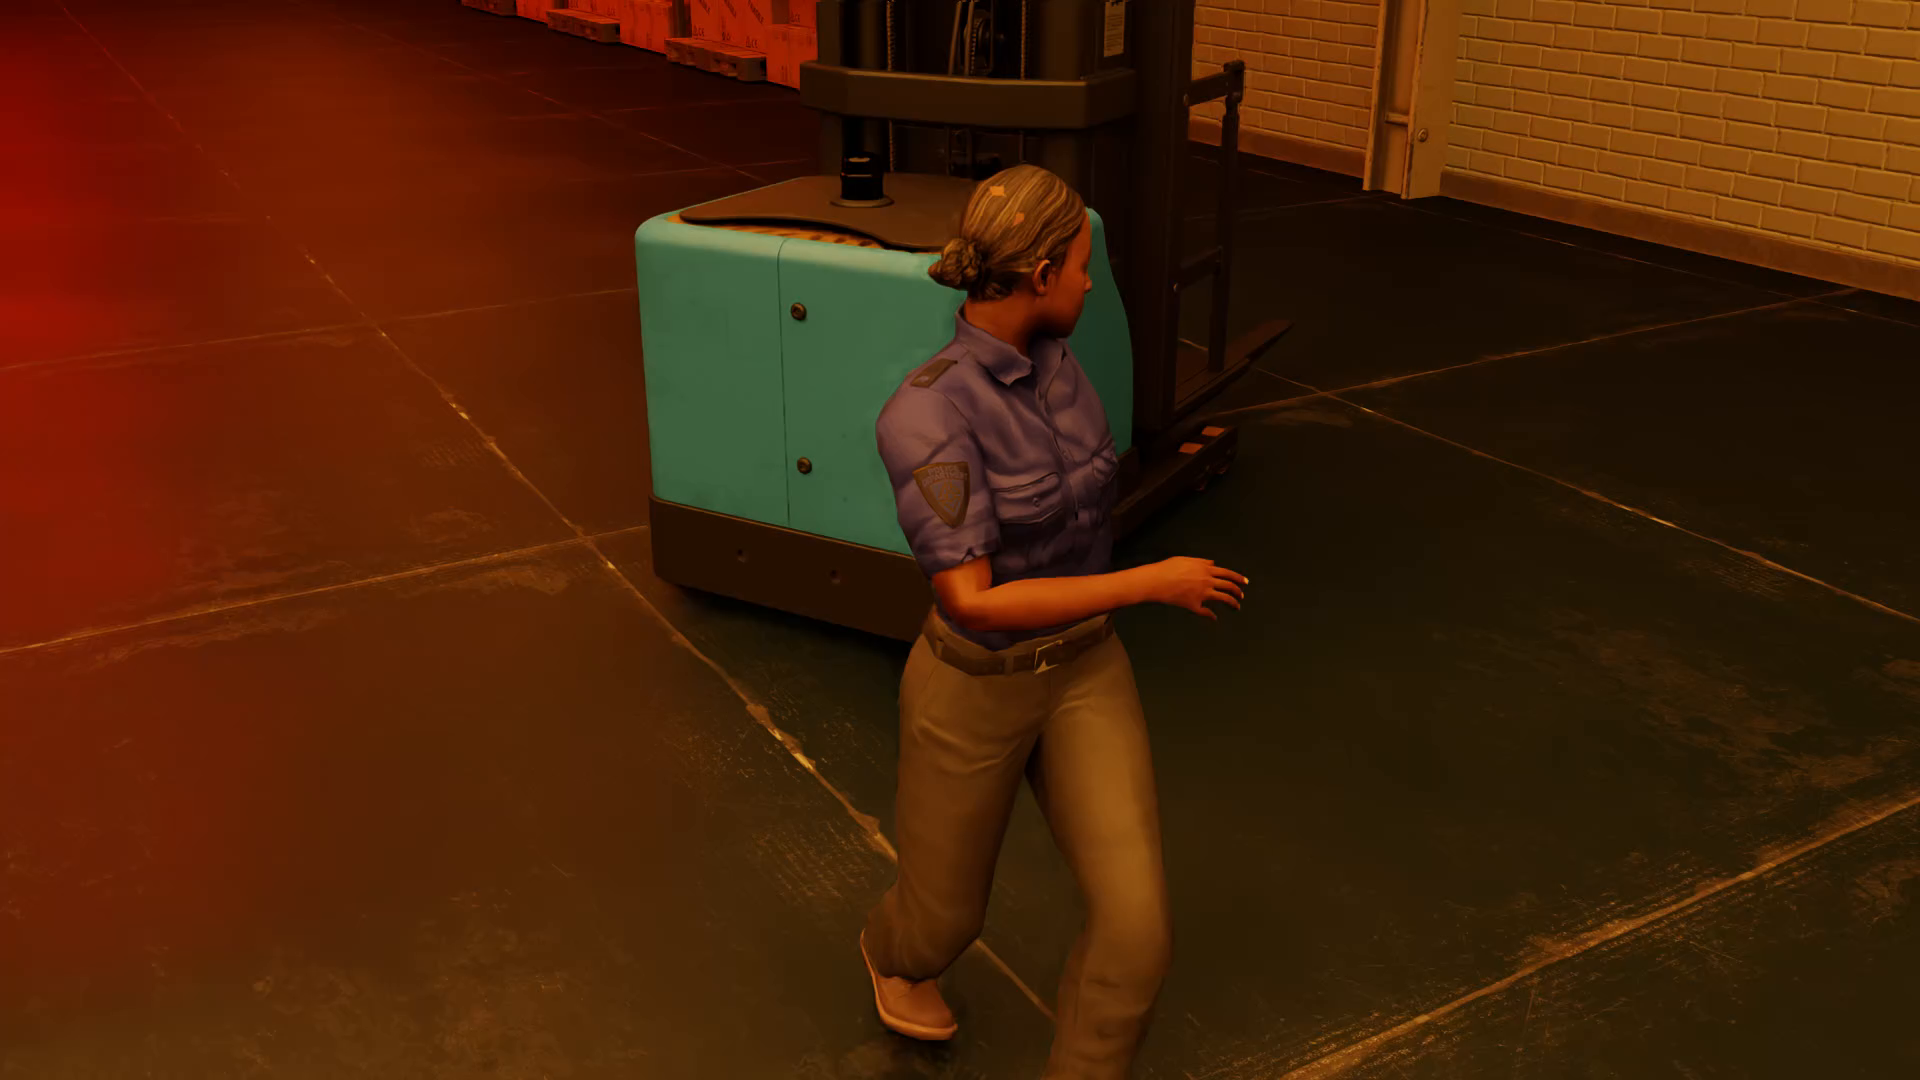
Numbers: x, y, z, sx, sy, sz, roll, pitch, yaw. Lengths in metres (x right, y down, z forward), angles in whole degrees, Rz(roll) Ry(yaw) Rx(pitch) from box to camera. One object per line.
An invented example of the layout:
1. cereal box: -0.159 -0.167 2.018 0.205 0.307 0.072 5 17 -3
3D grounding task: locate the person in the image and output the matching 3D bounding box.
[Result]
1. person: 0.086 0.224 2.567 0.479 1.582 0.855 -13 26 -29

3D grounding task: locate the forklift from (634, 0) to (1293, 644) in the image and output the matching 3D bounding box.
1. forklift: 0.296 -1.593 5.155 1.130 2.935 3.031 12 25 27
